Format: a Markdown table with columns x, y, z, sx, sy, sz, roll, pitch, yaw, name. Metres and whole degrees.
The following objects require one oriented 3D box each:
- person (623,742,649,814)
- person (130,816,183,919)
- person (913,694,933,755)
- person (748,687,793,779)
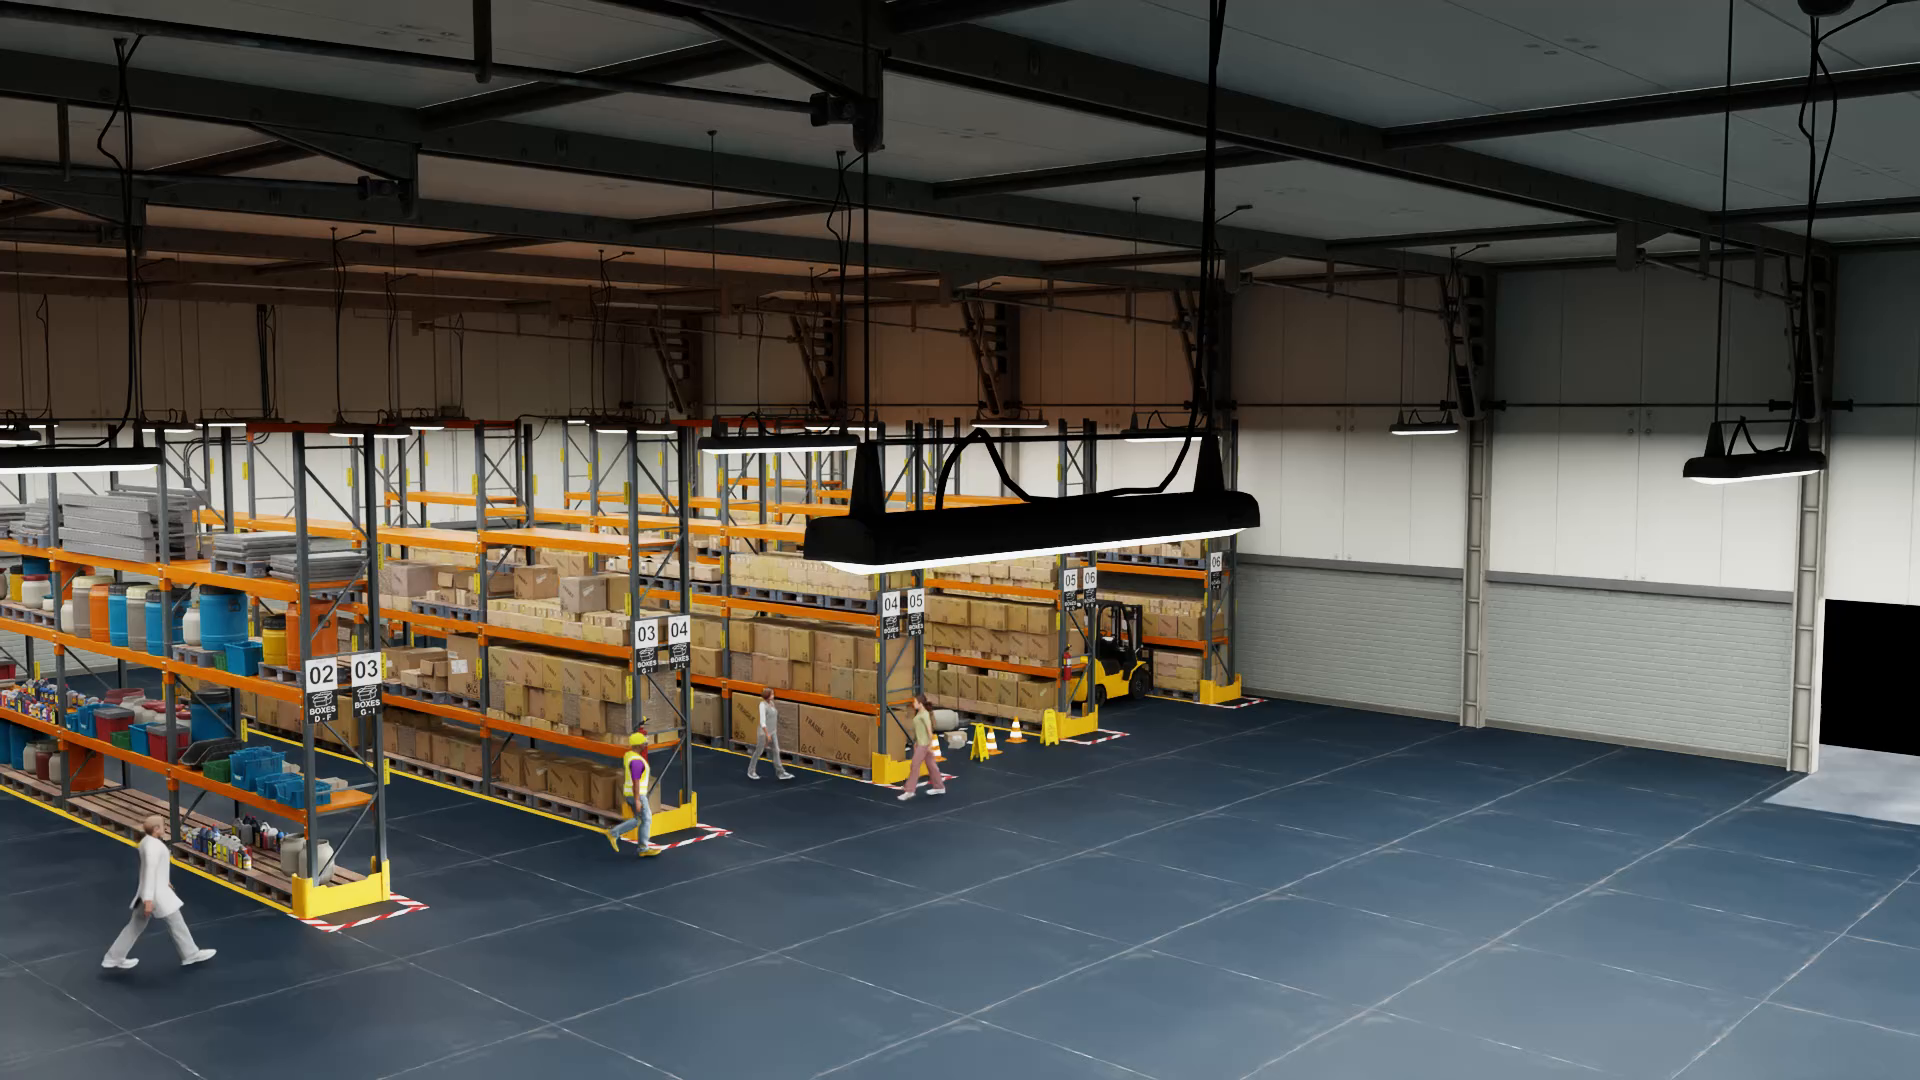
| x | y | z | sx | sy | sz | roll | pitch | yaw | name |
| --- | --- | --- | --- | --- | --- | --- | --- | --- | --- |
| -4.525 | 3.250 | 23.237 | 0.357 | 1.053 | 0.597 | -1 | 5 | -14 | person |
| -8.997 | 3.648 | 18.582 | 0.521 | 1.152 | 0.668 | -3 | 6 | -34 | person |
| -0.597 | 2.961 | 26.814 | 0.329 | 0.956 | 0.455 | 0 | 5 | -2 | person |
| -3.198 | 3.252 | 27.944 | 0.845 | 1.566 | 0.463 | 2 | 5 | 26 | person |
